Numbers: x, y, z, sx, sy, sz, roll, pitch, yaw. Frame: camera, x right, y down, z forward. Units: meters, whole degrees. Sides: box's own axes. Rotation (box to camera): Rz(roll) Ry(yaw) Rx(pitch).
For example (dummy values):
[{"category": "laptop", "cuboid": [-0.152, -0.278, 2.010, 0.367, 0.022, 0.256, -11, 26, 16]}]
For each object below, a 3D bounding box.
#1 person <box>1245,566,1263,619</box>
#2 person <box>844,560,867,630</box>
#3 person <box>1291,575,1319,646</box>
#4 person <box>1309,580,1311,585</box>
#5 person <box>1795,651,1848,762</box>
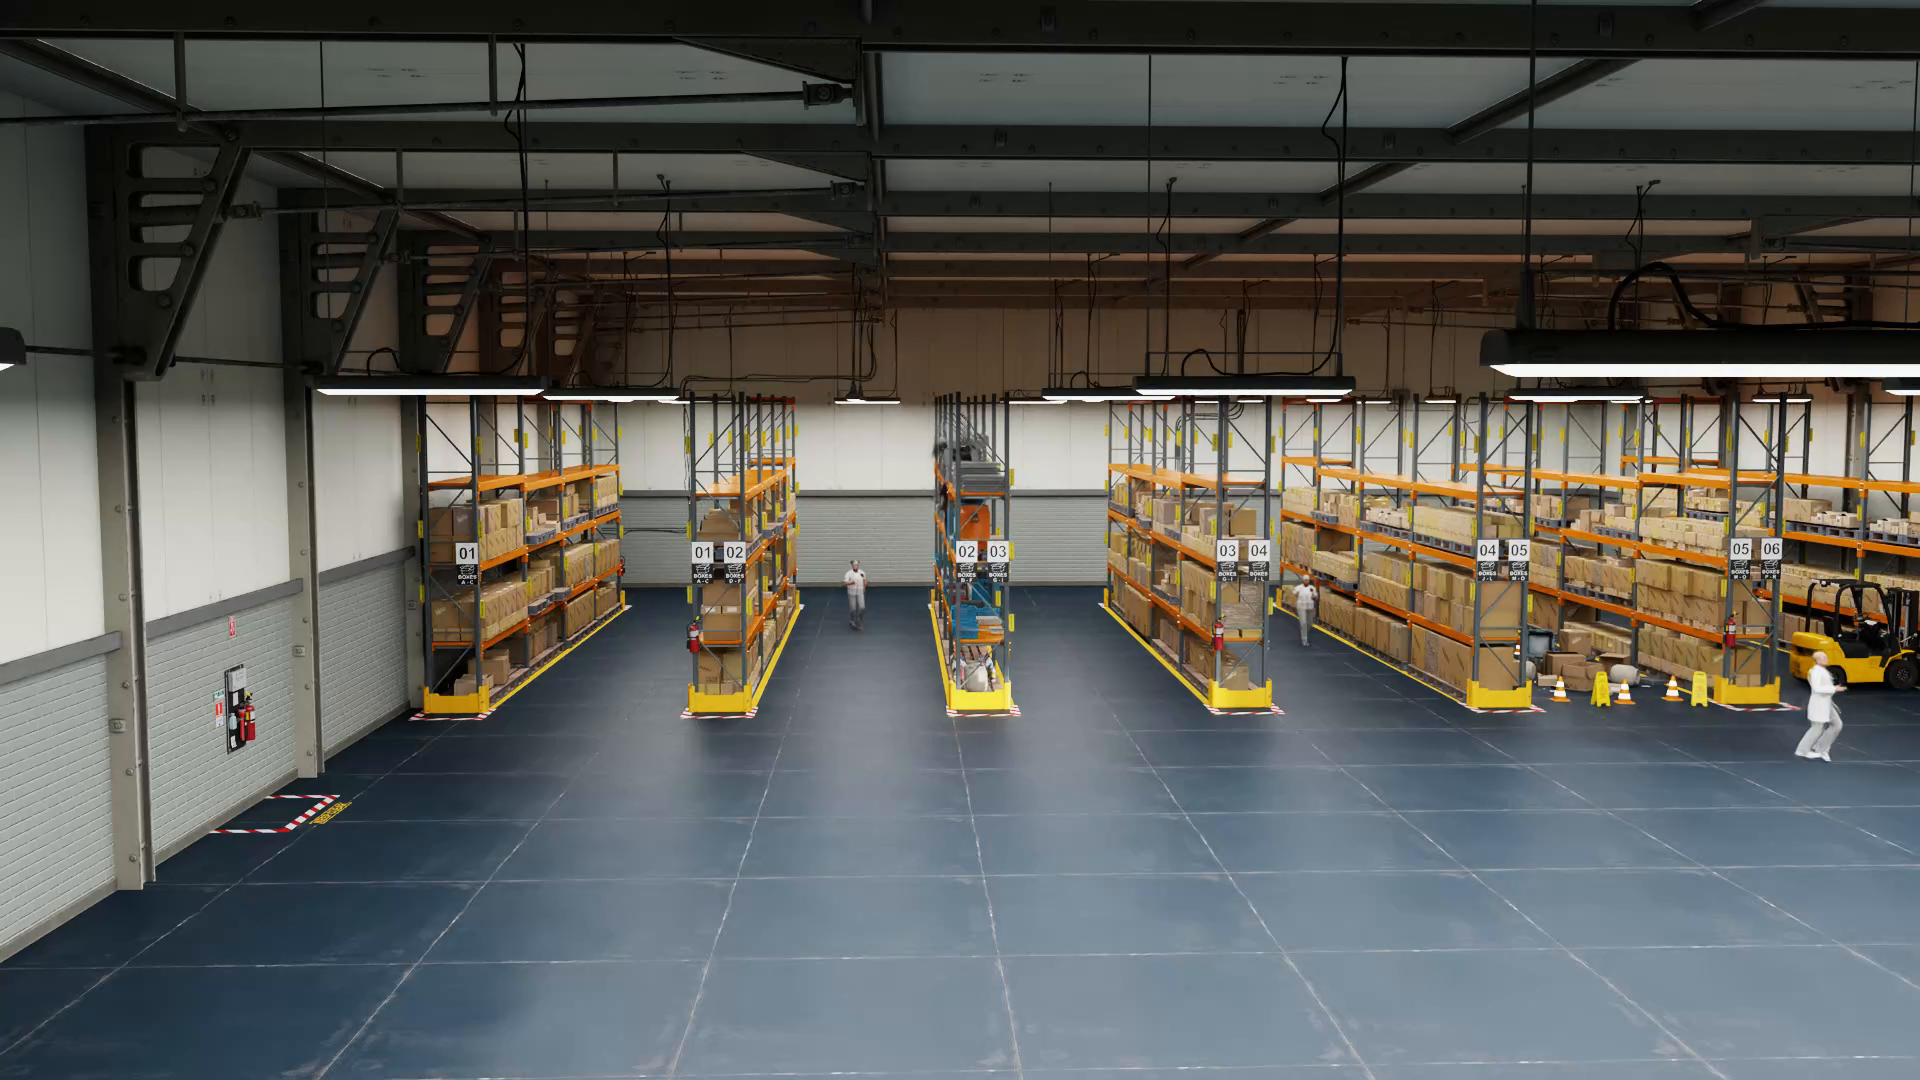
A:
[{"category": "person", "cuboid": [8.067, 1.220, 45.249, 0.713, 1.812, 0.907, 0, 5, 1]}, {"category": "person", "cuboid": [-2.674, 1.417, 42.854, 0.640, 1.836, 0.709, -1, 5, -13]}, {"category": "person", "cuboid": [8.335, 1.664, 40.095, 0.605, 1.653, 0.923, 0, 5, -4]}, {"category": "person", "cuboid": [10.348, 1.021, 48.865, 0.574, 1.579, 0.638, 3, 6, 36]}, {"category": "person", "cuboid": [13.911, 2.700, 26.808, 0.755, 1.814, 0.688, 4, 6, 43]}]
